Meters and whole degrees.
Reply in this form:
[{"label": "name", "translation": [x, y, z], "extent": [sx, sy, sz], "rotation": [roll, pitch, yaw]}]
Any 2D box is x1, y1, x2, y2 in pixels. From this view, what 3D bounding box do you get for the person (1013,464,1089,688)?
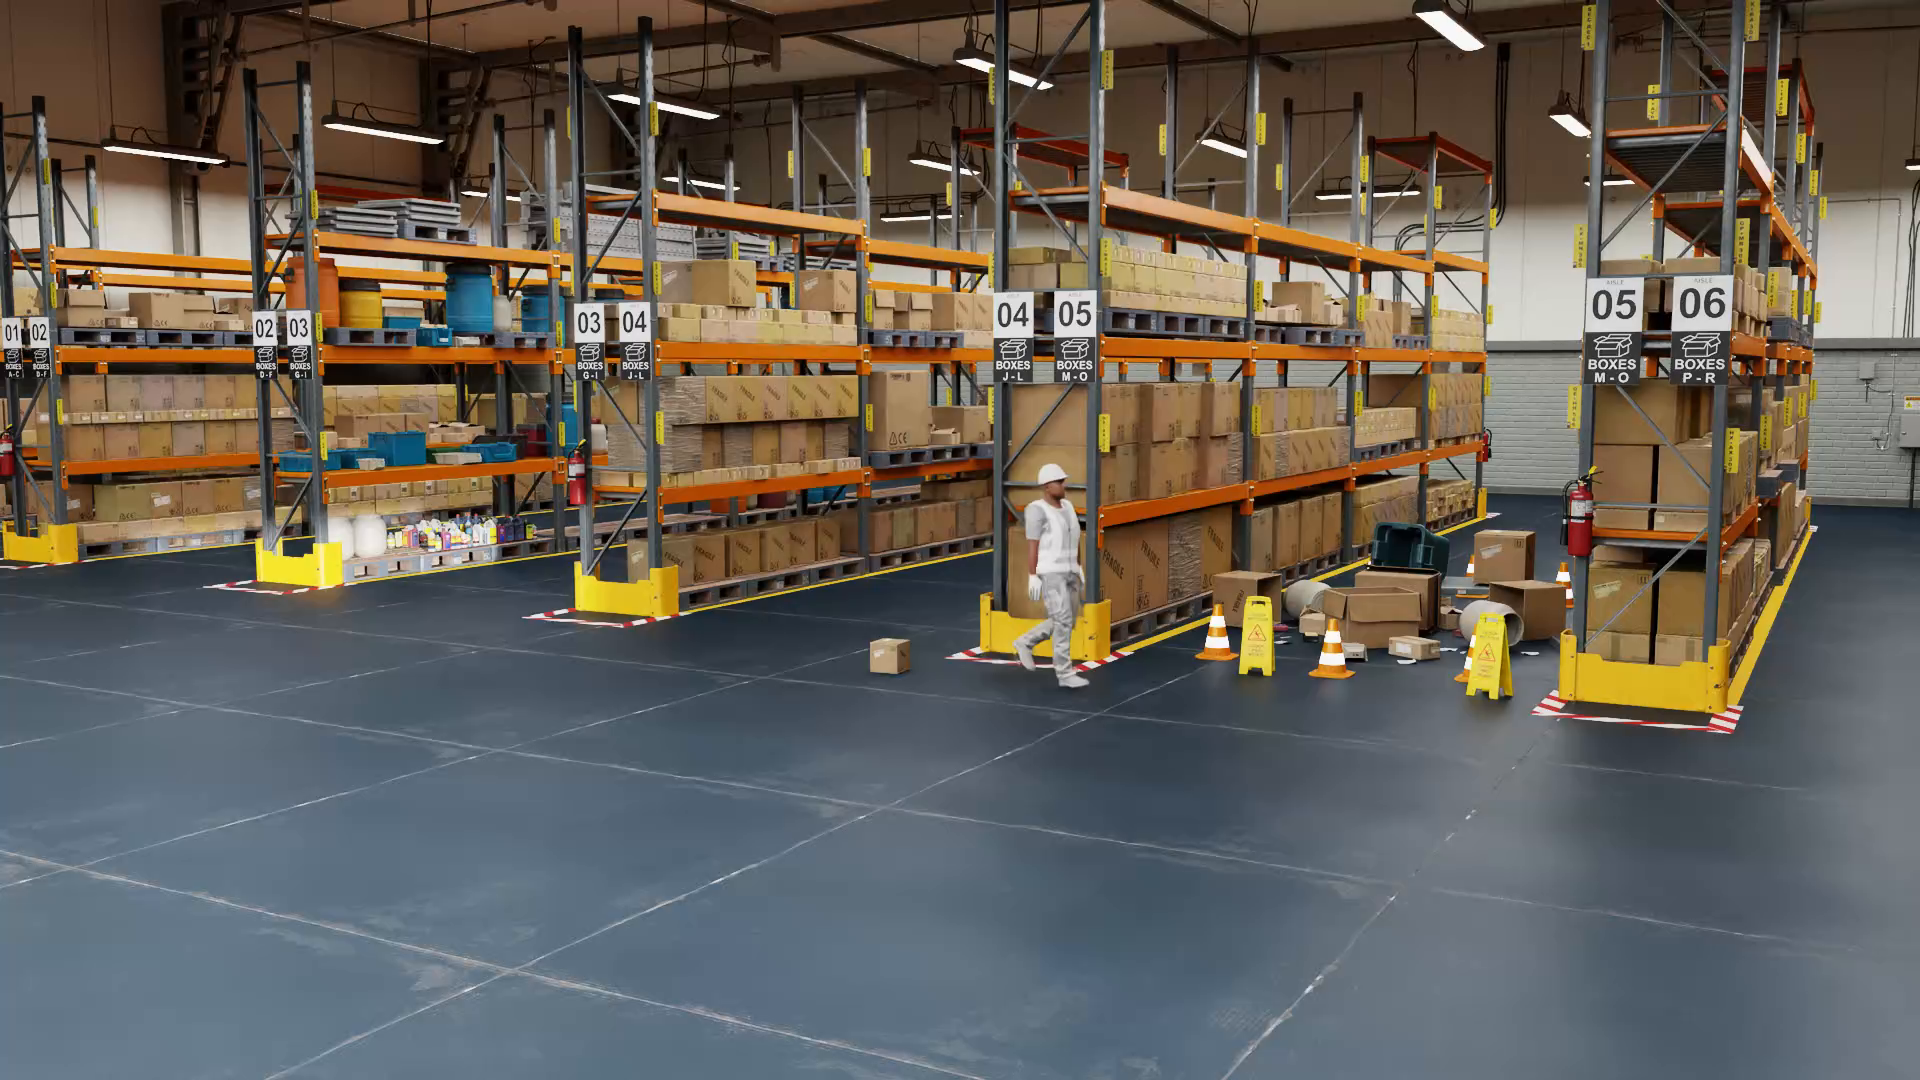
[{"label": "person", "translation": [0.749, 0.268, 13.292], "extent": [0.843, 1.761, 0.568], "rotation": [5, 8, 39]}]
